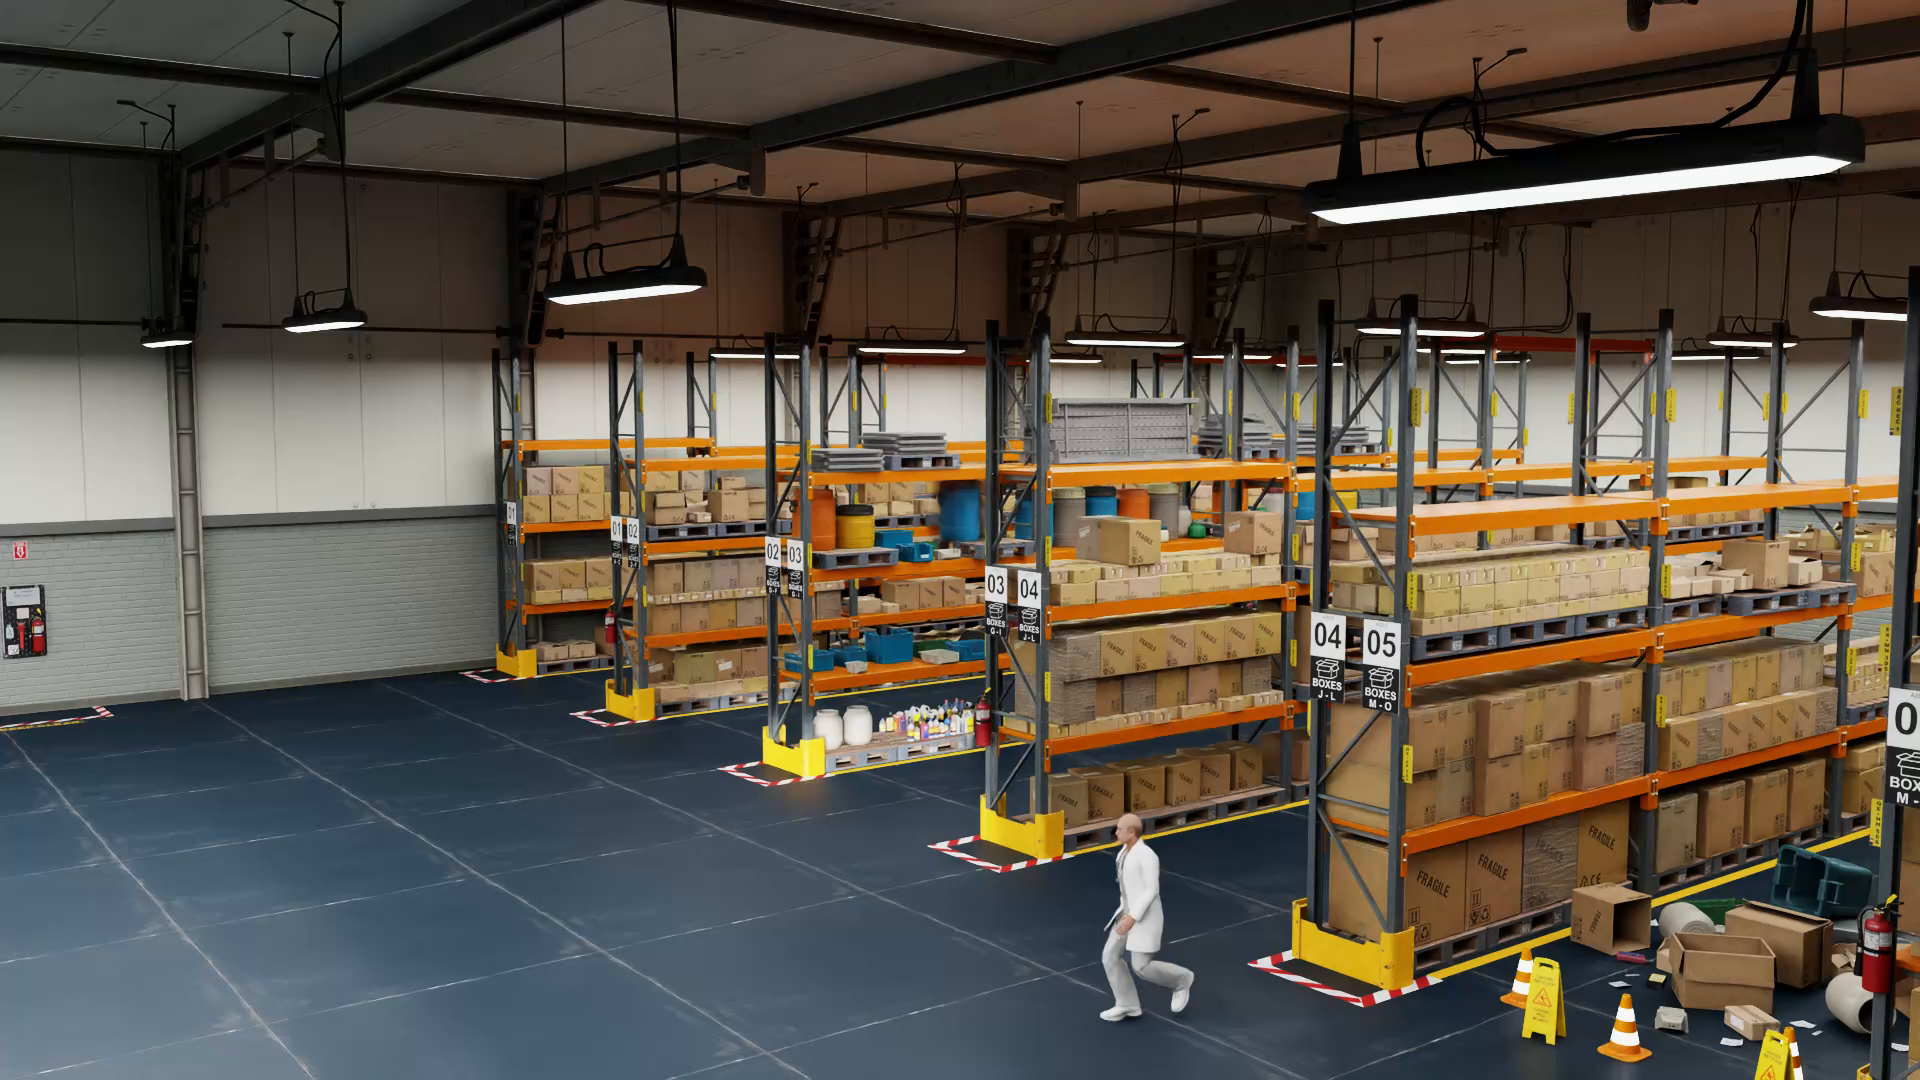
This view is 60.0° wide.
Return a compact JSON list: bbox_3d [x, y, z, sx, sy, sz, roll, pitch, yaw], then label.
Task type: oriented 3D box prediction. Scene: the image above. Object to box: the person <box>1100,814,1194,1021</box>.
[{"bbox_3d":[1.534,3.112,13.857,0.848,1.695,0.620,-2,5,-23],"label":"person"}]
